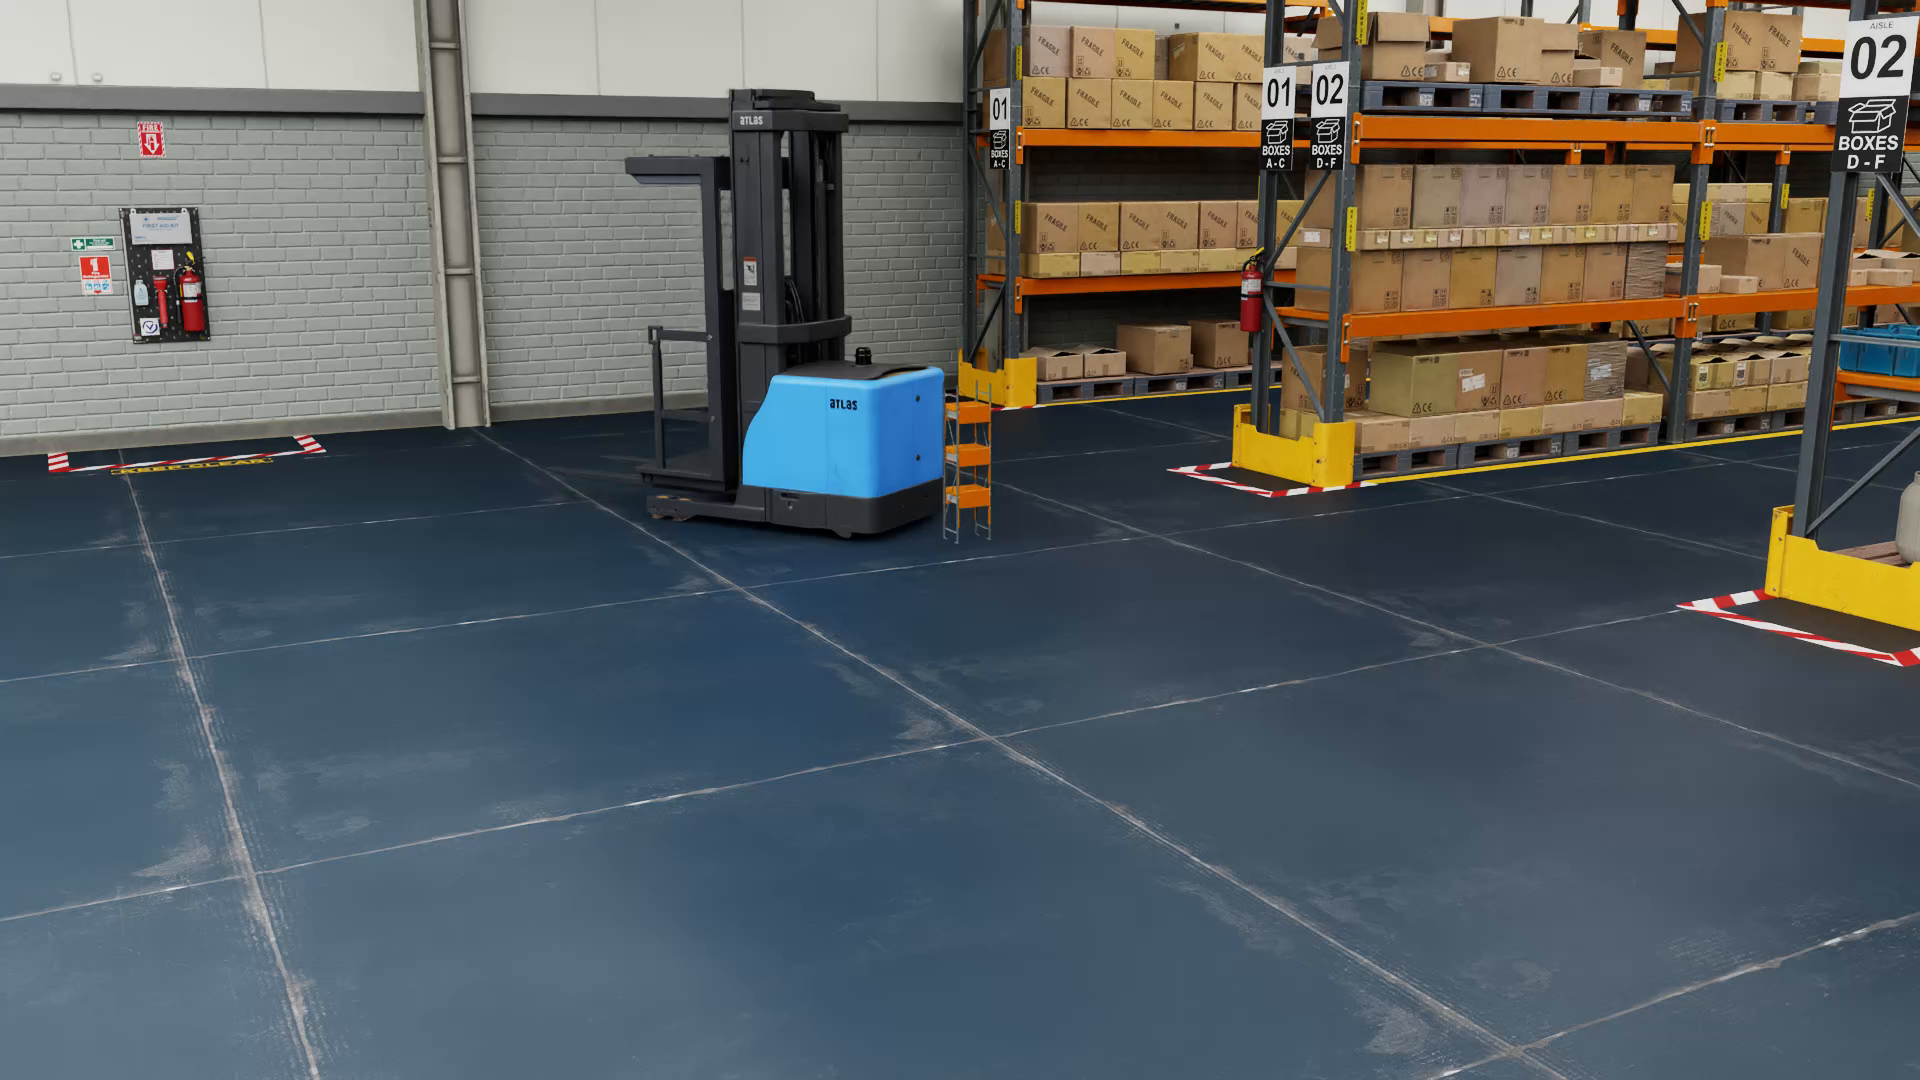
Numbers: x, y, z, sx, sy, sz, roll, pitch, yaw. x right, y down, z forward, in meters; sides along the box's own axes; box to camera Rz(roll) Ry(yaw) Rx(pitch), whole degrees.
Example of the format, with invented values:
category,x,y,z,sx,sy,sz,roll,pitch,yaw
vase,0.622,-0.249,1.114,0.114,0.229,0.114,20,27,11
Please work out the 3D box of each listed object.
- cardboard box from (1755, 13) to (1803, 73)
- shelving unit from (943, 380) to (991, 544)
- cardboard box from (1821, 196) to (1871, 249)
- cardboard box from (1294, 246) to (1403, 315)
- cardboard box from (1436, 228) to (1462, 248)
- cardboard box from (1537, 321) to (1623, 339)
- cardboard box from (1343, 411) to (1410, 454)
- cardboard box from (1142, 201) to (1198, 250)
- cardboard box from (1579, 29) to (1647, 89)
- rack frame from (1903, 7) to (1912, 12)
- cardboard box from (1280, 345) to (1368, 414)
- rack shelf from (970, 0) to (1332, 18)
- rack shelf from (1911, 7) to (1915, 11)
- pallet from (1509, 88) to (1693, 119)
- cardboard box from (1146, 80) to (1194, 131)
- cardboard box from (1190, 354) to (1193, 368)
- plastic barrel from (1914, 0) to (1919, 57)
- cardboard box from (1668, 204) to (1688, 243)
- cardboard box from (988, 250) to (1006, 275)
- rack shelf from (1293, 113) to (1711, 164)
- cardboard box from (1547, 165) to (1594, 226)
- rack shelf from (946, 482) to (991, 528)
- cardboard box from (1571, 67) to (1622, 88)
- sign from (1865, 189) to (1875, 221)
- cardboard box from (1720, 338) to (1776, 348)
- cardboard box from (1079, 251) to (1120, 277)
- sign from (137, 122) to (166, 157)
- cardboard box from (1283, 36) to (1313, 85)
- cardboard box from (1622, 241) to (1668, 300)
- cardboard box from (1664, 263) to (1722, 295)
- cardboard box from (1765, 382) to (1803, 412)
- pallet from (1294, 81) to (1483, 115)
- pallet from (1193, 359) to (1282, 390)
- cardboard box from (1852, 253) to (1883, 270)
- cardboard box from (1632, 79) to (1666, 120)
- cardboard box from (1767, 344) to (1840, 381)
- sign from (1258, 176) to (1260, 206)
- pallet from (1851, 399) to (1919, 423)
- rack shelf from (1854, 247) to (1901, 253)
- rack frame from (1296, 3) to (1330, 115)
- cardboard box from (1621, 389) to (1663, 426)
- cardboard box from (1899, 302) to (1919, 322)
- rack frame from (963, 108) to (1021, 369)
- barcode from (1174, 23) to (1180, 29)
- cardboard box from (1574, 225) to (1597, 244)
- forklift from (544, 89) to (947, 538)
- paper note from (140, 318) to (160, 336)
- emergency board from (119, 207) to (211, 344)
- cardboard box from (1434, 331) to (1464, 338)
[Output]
category,x,y,z,sx,sy,sz,roll,pitch,yaw
cardboard box,7.259,-4.502,15.129,0.500,0.500,0.500,-5,14,-22
shelving unit,0.047,-0.518,11.019,0.252,1.050,0.215,-7,14,-28
cardboard box,12.617,-4.570,23.901,0.700,0.700,0.980,-8,15,-31
cardboard box,3.115,-2.094,13.356,0.500,0.500,0.700,-7,14,-28
cardboard box,3.820,-2.444,13.434,0.250,0.149,0.380,-7,14,-29
cardboard box,8.053,-3.003,21.561,0.750,0.750,0.750,-7,14,-29
cardboard box,3.277,-0.876,13.476,0.500,0.250,0.500,-7,14,-28
cardboard box,2.228,-3.408,18.008,0.500,0.500,0.500,-6,14,-26
cardboard box,5.642,-4.203,14.618,0.500,0.500,0.500,-6,14,-23
rack frame,9.721,-5.767,16.241,0.127,3.000,1.000,-7,14,-28
cardboard box,3.027,-1.342,13.839,0.500,0.500,0.500,-7,14,-28
rack shelf,2.078,-5.738,17.756,4.000,0.370,1.077,-7,14,-28
rack shelf,11.477,-5.432,17.299,4.000,0.370,1.077,-7,14,-28
pallet,5.474,-3.745,14.289,1.213,0.211,1.003,-7,14,-28
cardboard box,2.138,-4.628,17.735,0.500,0.500,0.500,-6,14,-24
cardboard box,2.420,-2.033,18.804,0.250,0.149,0.380,-8,15,-32
plastic barrel,5.435,-2.997,8.830,0.708,0.830,0.600,-7,14,-28
cardboard box,9.247,-4.162,21.820,0.500,0.500,0.500,-6,14,-26
cardboard box,0.640,-2.976,17.799,0.500,0.250,0.500,-7,14,-27
rack shelf,4.455,-3.322,13.844,4.000,0.370,1.077,-7,14,-28
cardboard box,4.941,-2.948,14.193,0.500,0.500,0.700,-7,14,-28
rack shelf,0.047,-0.236,11.082,0.240,0.259,0.215,-7,14,-28
cardboard box,5.282,-3.854,13.868,0.250,0.149,0.380,-7,14,-28
sign,9.453,-3.470,17.241,0.005,0.325,0.100,-7,14,-28
cardboard box,7.764,-1.815,16.370,0.500,0.311,0.500,-7,14,-29
cardboard box,1.352,-2.937,17.625,0.500,0.250,0.500,-7,15,-30
sign,-6.986,-3.459,14.368,0.199,0.298,0.001,-7,14,-28
cardboard box,3.524,-5.279,18.351,0.500,0.500,0.500,-8,15,-33
cardboard box,5.824,-2.421,14.806,0.500,0.500,0.700,-7,15,-29
cardboard box,6.621,-2.407,15.314,0.500,0.250,0.500,-6,14,-24
cardboard box,7.586,-1.386,15.744,0.500,0.250,0.500,-7,15,-30
pallet,3.332,-3.489,13.149,1.213,0.211,1.003,-7,14,-28
pallet,3.261,-1.936,19.232,1.213,0.211,1.003,-7,14,-28
cardboard box,8.843,-2.740,16.657,0.500,0.311,0.500,-7,14,-29
cardboard box,8.674,-5.705,21.567,0.500,0.500,0.700,-6,14,-25
cardboard box,8.041,-1.714,15.923,0.500,0.311,0.500,-6,14,-26
sign,2.452,-2.785,13.478,0.005,0.325,0.100,-7,14,-28
pallet,8.980,-1.401,16.854,1.213,0.211,1.003,-7,14,-28
rack shelf,12.611,-4.075,24.023,4.000,0.370,1.077,-7,14,-28
rack frame,3.833,-6.301,18.611,0.127,3.000,1.000,-7,14,-28
cardboard box,5.908,-1.192,14.882,0.500,0.250,0.500,-7,14,-28
cardboard box,13.800,-3.529,24.695,0.500,0.500,0.700,-7,14,-28
rack frame,0.322,-2.953,17.400,0.127,3.000,1.000,-7,14,-28
barcode,2.407,-5.701,18.450,0.075,0.075,0.001,-7,14,-28
cardboard box,5.180,-2.608,14.163,0.250,0.149,0.380,-7,14,-28
forklift,-1.635,-1.652,11.775,3.031,2.935,1.130,7,14,28
paper note,-7.120,-1.875,14.614,0.142,0.148,0.016,-7,14,-28
emergency board,-6.931,-2.310,14.541,0.643,1.169,0.194,-7,14,-28
cardboard box,5.807,-2.615,20.587,0.500,0.500,0.700,-7,14,-28
